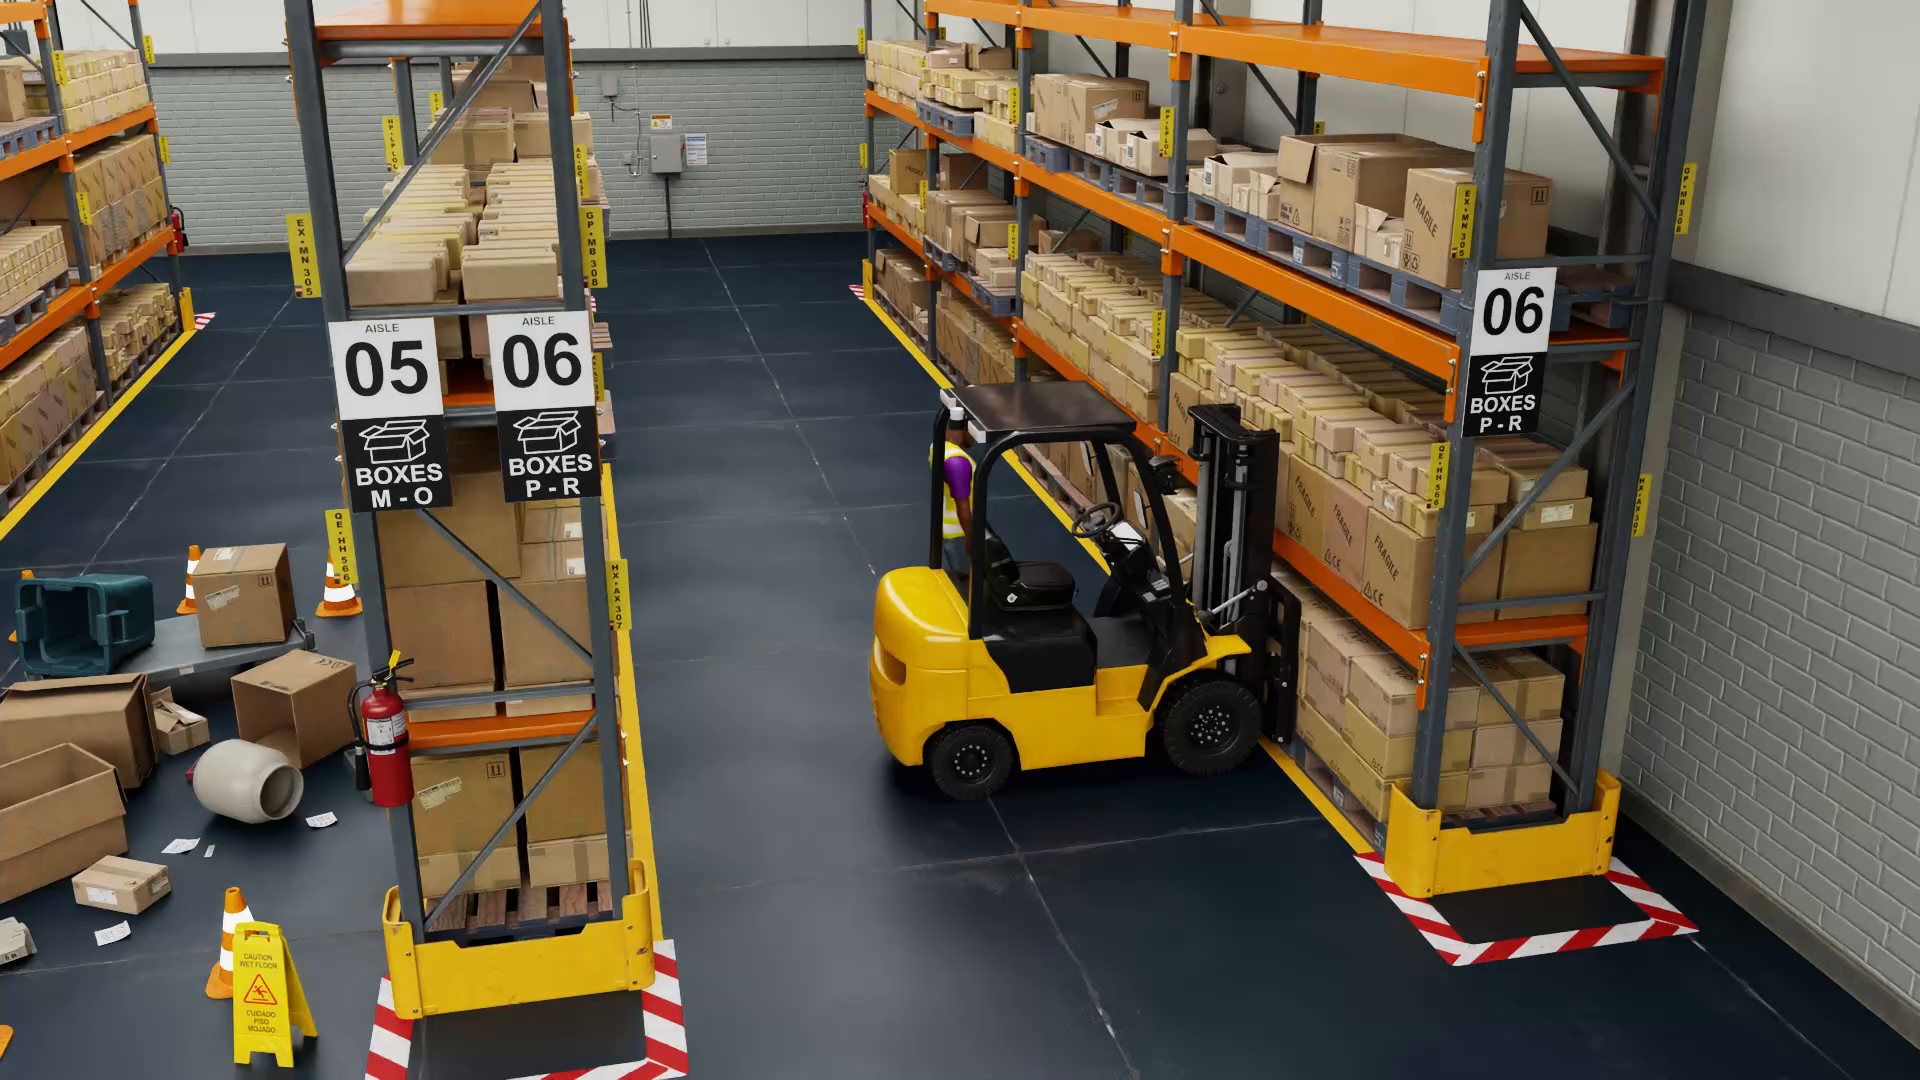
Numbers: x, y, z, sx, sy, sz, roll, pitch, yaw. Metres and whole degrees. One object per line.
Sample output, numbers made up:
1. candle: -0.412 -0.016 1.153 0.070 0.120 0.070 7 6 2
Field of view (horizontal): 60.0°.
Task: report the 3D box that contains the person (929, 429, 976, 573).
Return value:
1. person: 0.000 -0.075 11.272 0.390 1.747 0.575 -4 20 -11
